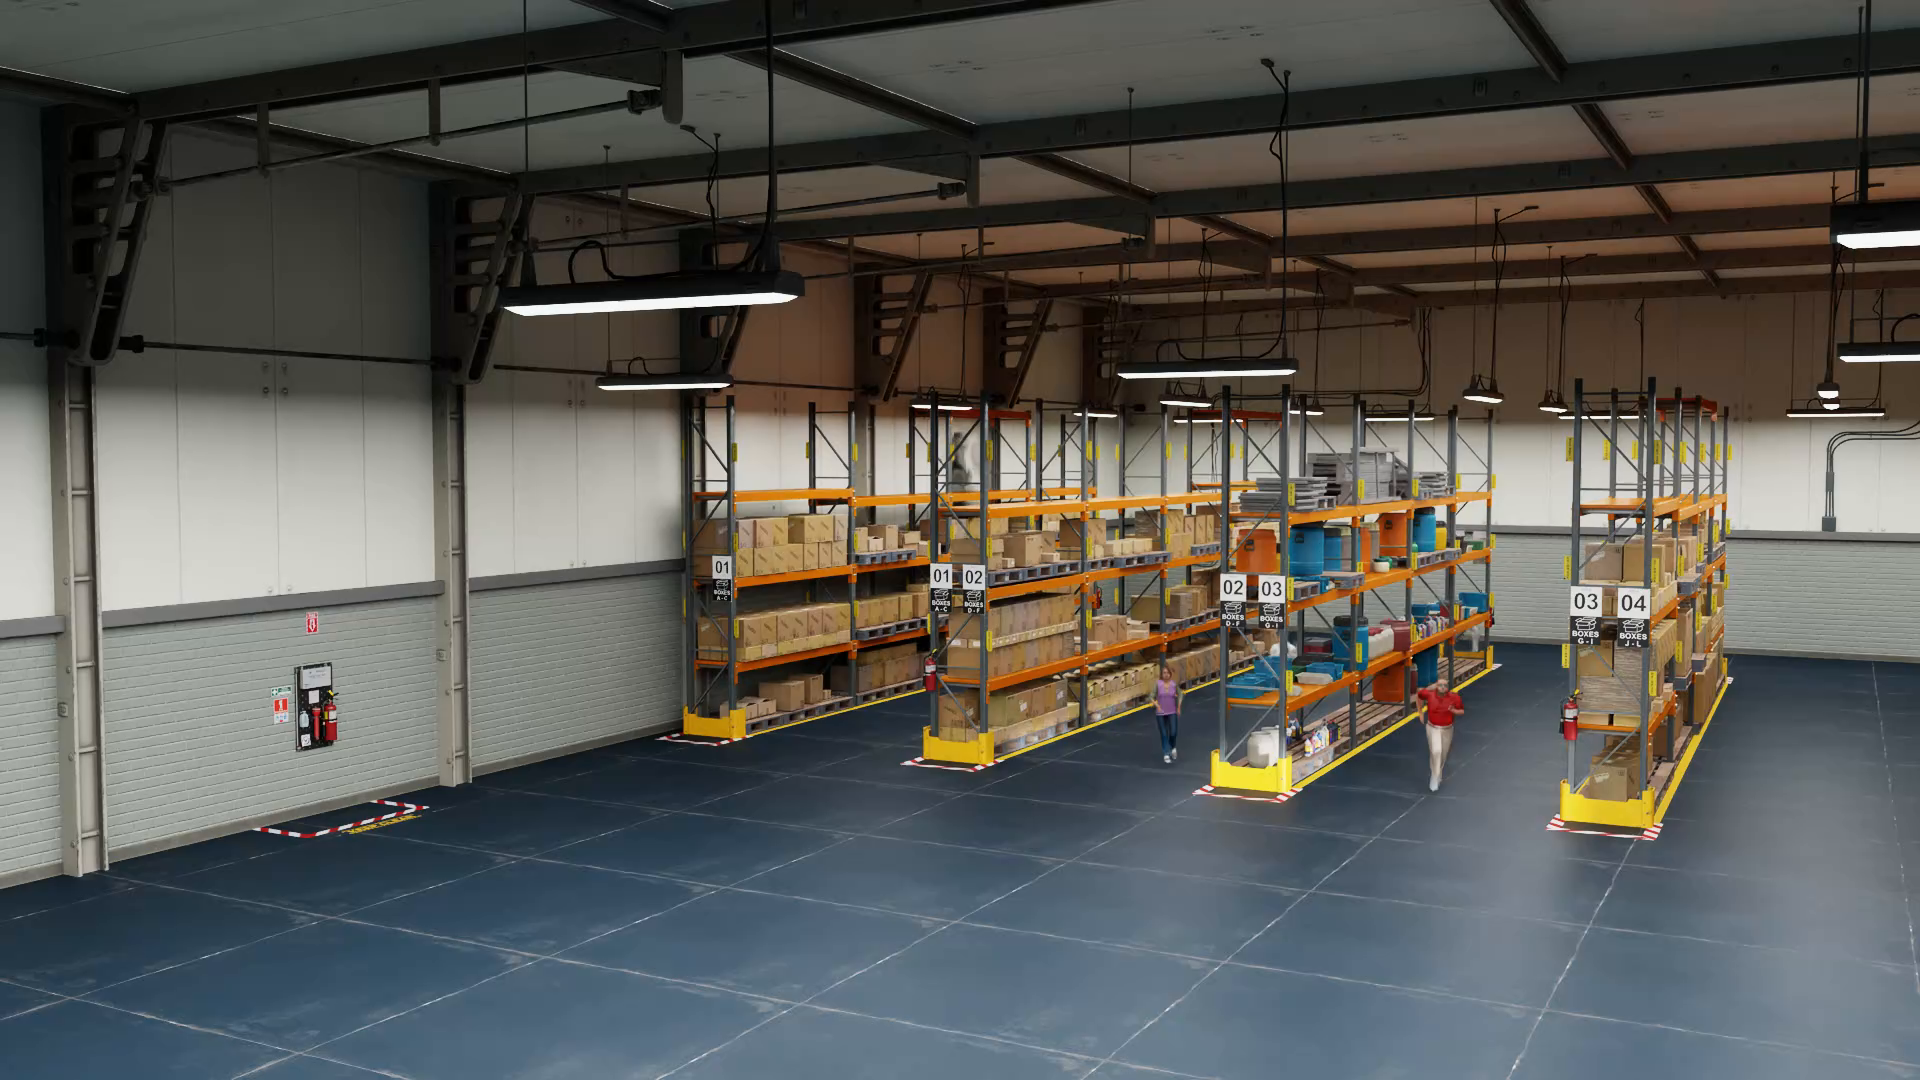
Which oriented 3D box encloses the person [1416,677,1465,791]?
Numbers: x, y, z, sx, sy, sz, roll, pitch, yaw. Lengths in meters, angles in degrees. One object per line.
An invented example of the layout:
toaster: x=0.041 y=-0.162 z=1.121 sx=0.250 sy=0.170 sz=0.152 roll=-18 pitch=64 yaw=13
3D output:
person: x=7.134 y=2.864 z=24.733 sx=0.647 sy=1.708 sz=0.943 roll=0 pitch=3 yaw=5

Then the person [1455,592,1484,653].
person: x=12.563 y=2.066 z=41.340 sx=0.985 sy=1.625 sz=0.617 roll=3 pitch=4 yaw=45

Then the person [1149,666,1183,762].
person: x=3.317 y=2.820 z=26.758 sx=0.550 sy=1.550 sz=0.522 roll=0 pitch=3 yaw=4

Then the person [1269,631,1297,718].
person: x=6.182 y=2.539 z=31.682 sx=0.636 sy=1.669 sz=0.741 roll=1 pitch=3 yaw=26
